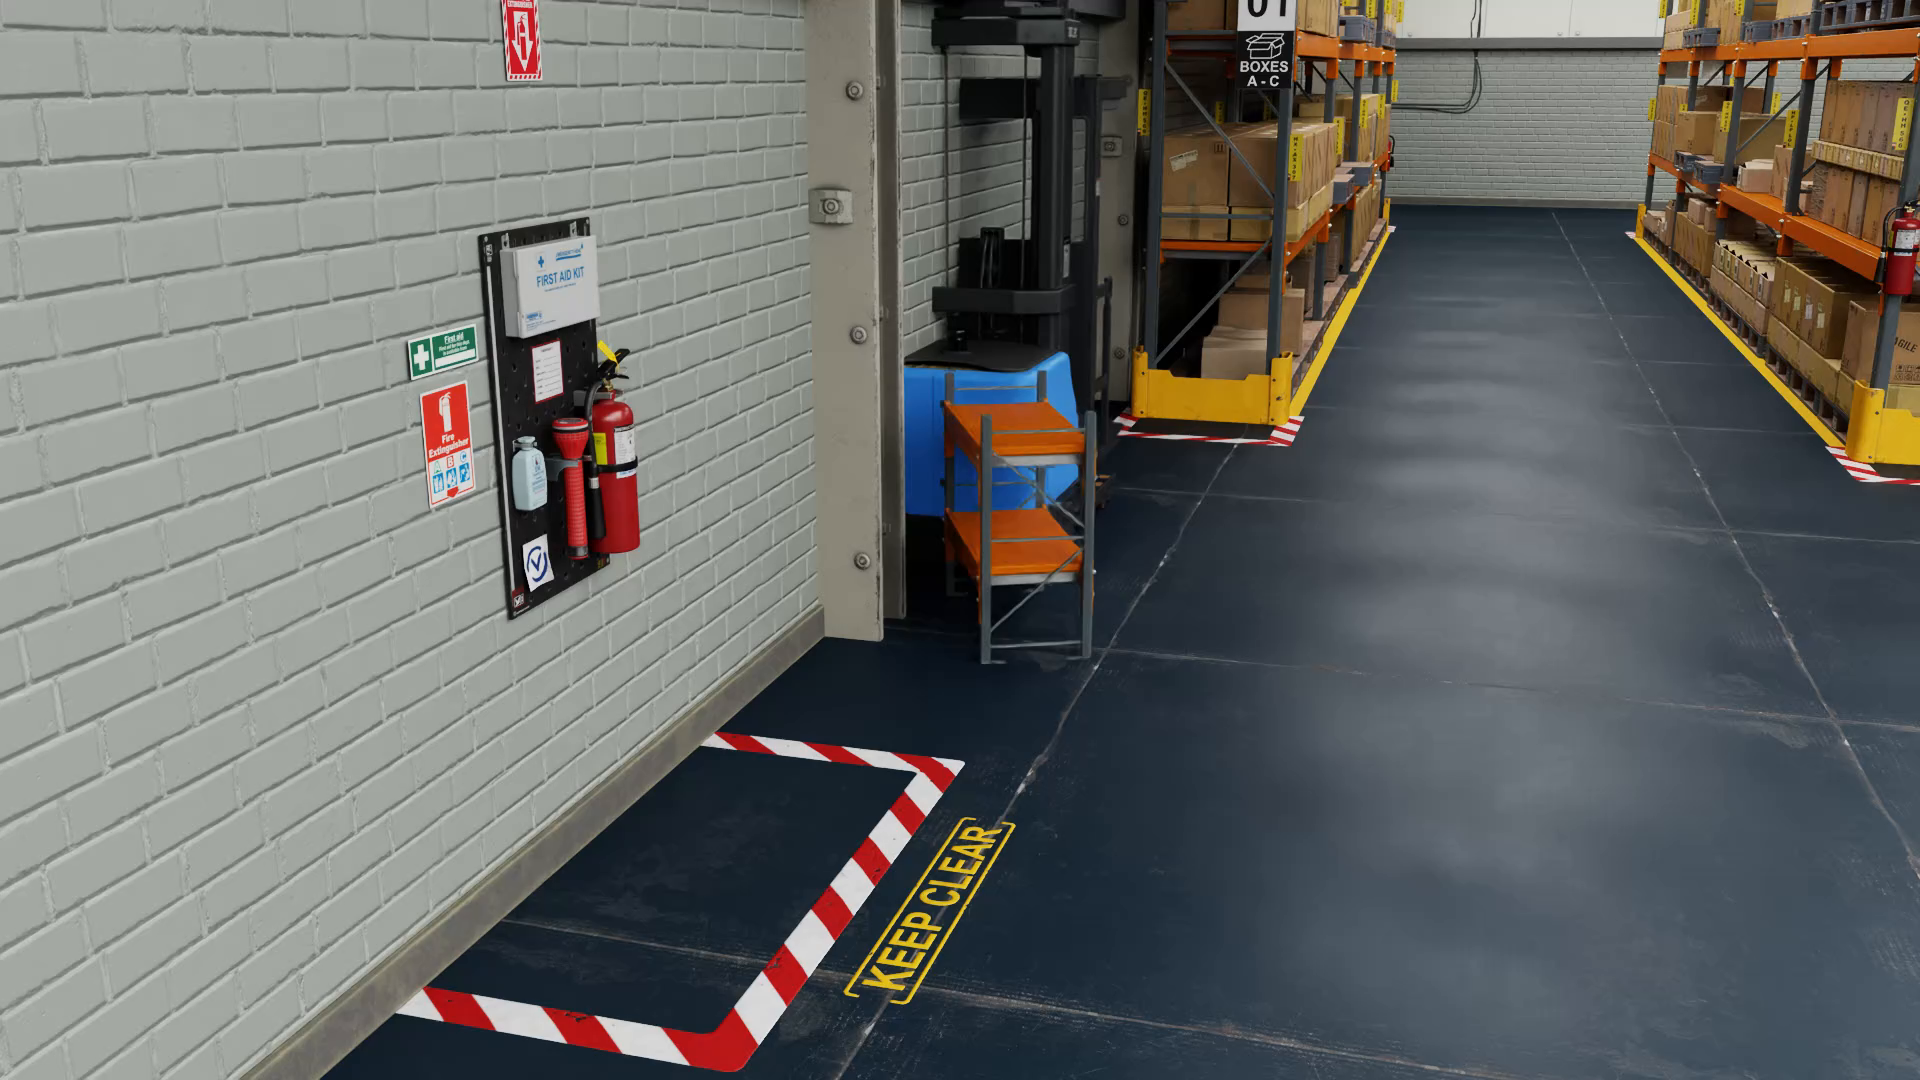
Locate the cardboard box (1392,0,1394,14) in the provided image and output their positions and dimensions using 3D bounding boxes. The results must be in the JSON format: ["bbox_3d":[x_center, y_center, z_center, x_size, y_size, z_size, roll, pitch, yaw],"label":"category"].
[{"bbox_3d":[6.181,-8.046,24.649,0.500,0.500,0.500,4,16,13],"label":"cardboard box"}]

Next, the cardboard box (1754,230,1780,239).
[{"bbox_3d":[9.444,-3.311,19.280,0.500,0.500,0.500,4,16,14],"label":"cardboard box"}]

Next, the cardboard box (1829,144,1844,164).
[{"bbox_3d":[7.283,-3.124,13.474,0.380,0.149,0.250,4,16,15],"label":"cardboard box"}]

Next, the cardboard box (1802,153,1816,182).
[{"bbox_3d":[8.145,-3.407,15.659,0.500,0.500,0.500,6,17,20],"label":"cardboard box"}]

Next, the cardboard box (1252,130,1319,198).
[{"bbox_3d":[2.600,-3.021,13.346,0.500,0.500,0.500,4,16,14],"label":"cardboard box"}]

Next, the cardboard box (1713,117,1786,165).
[{"bbox_3d":[8.969,-4.491,18.714,0.700,0.500,0.500,-1,16,-3],"label":"cardboard box"}]

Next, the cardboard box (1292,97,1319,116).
[{"bbox_3d":[4.028,-5.151,19.854,0.500,0.250,0.500,5,17,17],"label":"cardboard box"}]

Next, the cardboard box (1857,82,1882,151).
[{"bbox_3d":[7.213,-3.183,12.493,0.700,0.500,0.500,5,16,16],"label":"cardboard box"}]

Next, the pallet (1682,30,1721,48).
[{"bbox_3d":[9.782,-6.301,20.896,1.213,0.211,1.003,5,16,16],"label":"pallet"}]

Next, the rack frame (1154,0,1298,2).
[{"bbox_3d":[1.874,-5.244,11.326,1.000,3.000,0.127,5,16,16],"label":"rack frame"}]

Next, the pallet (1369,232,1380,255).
[{"bbox_3d":[5.575,-4.349,24.274,1.003,0.211,1.213,5,16,16],"label":"pallet"}]

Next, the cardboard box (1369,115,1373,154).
[{"bbox_3d":[5.108,-5.293,21.727,0.500,0.500,0.500,5,16,16],"label":"cardboard box"}]

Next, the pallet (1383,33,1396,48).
[{"bbox_3d":[6.220,-7.749,25.818,1.003,0.211,1.213,5,16,16],"label":"pallet"}]

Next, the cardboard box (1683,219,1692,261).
[{"bbox_3d":[9.373,-3.745,20.810,0.500,0.500,0.500,5,17,17],"label":"cardboard box"}]

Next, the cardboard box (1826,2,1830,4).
[{"bbox_3d":[8.099,-4.898,15.110,0.500,0.250,0.500,3,16,10],"label":"cardboard box"}]

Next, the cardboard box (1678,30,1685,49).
[{"bbox_3d":[10.204,-6.894,22.917,0.500,0.250,0.500,5,16,16],"label":"cardboard box"}]

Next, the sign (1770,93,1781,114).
[{"bbox_3d":[10.568,-5.629,21.556,0.100,0.325,0.005,5,16,16],"label":"sign"}]

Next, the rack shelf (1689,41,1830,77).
[{"bbox_3d":[9.466,-5.688,19.706,1.077,0.370,4.000,5,16,16],"label":"rack shelf"}]

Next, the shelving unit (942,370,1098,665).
[{"bbox_3d":[0.256,-0.138,7.756,0.538,1.125,1.048,-3,16,-9],"label":"shelving unit"}]

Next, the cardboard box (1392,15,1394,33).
[{"bbox_3d":[6.320,-7.816,25.214,0.500,0.250,0.500,4,16,14],"label":"cardboard box"}]

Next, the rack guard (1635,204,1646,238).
[{"bbox_3d":[11.150,-4.938,25.823,1.175,0.500,0.348,5,16,16],"label":"rack guard"}]

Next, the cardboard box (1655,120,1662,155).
[{"bbox_3d":[10.651,-5.978,24.724,0.500,0.500,0.500,4,16,15],"label":"cardboard box"}]

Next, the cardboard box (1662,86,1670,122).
[{"bbox_3d":[10.504,-6.326,24.120,0.500,0.500,0.500,5,17,17],"label":"cardboard box"}]

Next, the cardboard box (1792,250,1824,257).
[{"bbox_3d":[8.697,-2.792,16.918,0.500,0.311,0.500,5,16,16],"label":"cardboard box"}]

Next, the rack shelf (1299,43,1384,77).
[{"bbox_3d":[4.716,-6.071,21.057,1.077,0.370,4.000,5,16,16],"label":"rack shelf"}]

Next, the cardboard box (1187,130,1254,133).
[{"bbox_3d":[2.099,-3.062,13.493,0.500,0.500,0.500,4,16,14],"label":"cardboard box"}]

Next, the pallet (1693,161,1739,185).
[{"bbox_3d":[9.023,-4.158,18.843,1.213,0.211,1.003,5,16,16],"label":"pallet"}]

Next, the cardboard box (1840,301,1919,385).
[{"bbox_3d":[6.491,-1.378,11.585,0.500,0.500,0.500,5,16,16],"label":"cardboard box"}]

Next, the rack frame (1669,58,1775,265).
[{"bbox_3d":[10.034,-5.114,21.862,1.000,3.000,0.127,5,16,16],"label":"rack frame"}]

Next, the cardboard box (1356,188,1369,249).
[{"bbox_3d":[4.974,-4.252,21.993,0.750,0.750,0.750,5,17,18],"label":"cardboard box"}]

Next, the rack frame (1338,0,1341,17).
[{"bbox_3d":[3.011,-6.290,15.016,1.000,3.000,0.127,5,16,16],"label":"rack frame"}]

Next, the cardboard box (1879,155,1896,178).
[{"bbox_3d":[6.769,-2.651,11.805,0.380,0.149,0.250,5,17,17],"label":"cardboard box"}]

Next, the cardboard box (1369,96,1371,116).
[{"bbox_3d":[4.953,-5.517,21.143,0.500,0.250,0.500,4,16,15],"label":"cardboard box"}]

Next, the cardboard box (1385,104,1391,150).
[{"bbox_3d":[6.285,-6.554,26.389,0.980,0.700,0.700,5,17,18],"label":"cardboard box"}]

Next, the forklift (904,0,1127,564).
[{"bbox_3d":[0.323,-1.623,9.680,1.130,2.935,3.031,5,17,17],"label":"forklift"}]

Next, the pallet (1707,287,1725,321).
[{"bbox_3d":[8.626,-2.514,17.805,1.003,0.211,1.213,5,16,16],"label":"pallet"}]

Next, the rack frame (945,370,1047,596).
[{"bbox_3d":[0.175,-0.275,8.239,0.500,1.125,0.032,-3,16,-9],"label":"rack frame"}]

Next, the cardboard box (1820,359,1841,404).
[{"bbox_3d":[6.624,-1.149,12.152,0.500,0.250,0.500,5,16,16],"label":"cardboard box"}]

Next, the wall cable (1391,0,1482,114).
[{"bbox_3d":[8.371,-9.388,31.627,3.097,2.526,0.112,5,16,16],"label":"wall cable"}]

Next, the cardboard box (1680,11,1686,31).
[{"bbox_3d":[10.202,-7.135,22.849,0.500,0.250,0.500,5,16,16],"label":"cardboard box"}]

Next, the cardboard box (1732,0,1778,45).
[{"bbox_3d":[8.989,-5.675,18.161,0.910,0.500,0.500,5,16,16],"label":"cardboard box"}]

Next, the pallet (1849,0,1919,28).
[{"bbox_3d":[7.195,-3.878,12.171,1.003,0.211,1.213,5,16,16],"label":"pallet"}]

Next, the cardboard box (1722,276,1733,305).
[{"bbox_3d":[8.183,-2.564,17.143,0.500,0.250,0.500,4,16,14],"label":"cardboard box"}]

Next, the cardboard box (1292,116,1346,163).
[{"bbox_3d":[4.023,-4.587,19.014,0.700,0.500,0.500,3,16,9],"label":"cardboard box"}]

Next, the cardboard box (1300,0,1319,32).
[{"bbox_3d":[2.395,-4.064,12.445,0.500,0.500,0.500,6,17,20],"label":"cardboard box"}]

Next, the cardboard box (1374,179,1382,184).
[{"bbox_3d":[6.456,-5.617,26.257,0.380,0.149,0.250,4,16,15],"label":"cardboard box"}]

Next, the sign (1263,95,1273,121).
[{"bbox_3d":[3.614,-5.050,19.514,0.100,0.325,0.005,5,16,16],"label":"sign"}]

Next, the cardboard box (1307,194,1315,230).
[{"bbox_3d":[2.601,-2.668,13.477,0.500,0.250,0.500,4,16,15],"label":"cardboard box"}]

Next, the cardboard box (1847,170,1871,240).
[{"bbox_3d":[7.207,-2.549,12.636,0.700,0.500,0.500,5,17,18],"label":"cardboard box"}]

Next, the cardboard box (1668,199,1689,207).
[{"bbox_3d":[10.563,-4.617,23.877,0.797,0.503,0.637,5,16,16],"label":"cardboard box"}]

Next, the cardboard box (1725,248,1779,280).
[{"bbox_3d":[8.179,-2.831,17.055,0.500,0.311,0.500,4,16,14],"label":"cardboard box"}]

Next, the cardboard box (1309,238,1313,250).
[{"bbox_3d":[3.470,-3.220,17.584,0.500,0.250,0.500,4,16,14],"label":"cardboard box"}]

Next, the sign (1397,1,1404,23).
[{"bbox_3d":[6.937,-8.329,26.222,0.100,0.325,0.005,5,16,16],"label":"sign"}]
